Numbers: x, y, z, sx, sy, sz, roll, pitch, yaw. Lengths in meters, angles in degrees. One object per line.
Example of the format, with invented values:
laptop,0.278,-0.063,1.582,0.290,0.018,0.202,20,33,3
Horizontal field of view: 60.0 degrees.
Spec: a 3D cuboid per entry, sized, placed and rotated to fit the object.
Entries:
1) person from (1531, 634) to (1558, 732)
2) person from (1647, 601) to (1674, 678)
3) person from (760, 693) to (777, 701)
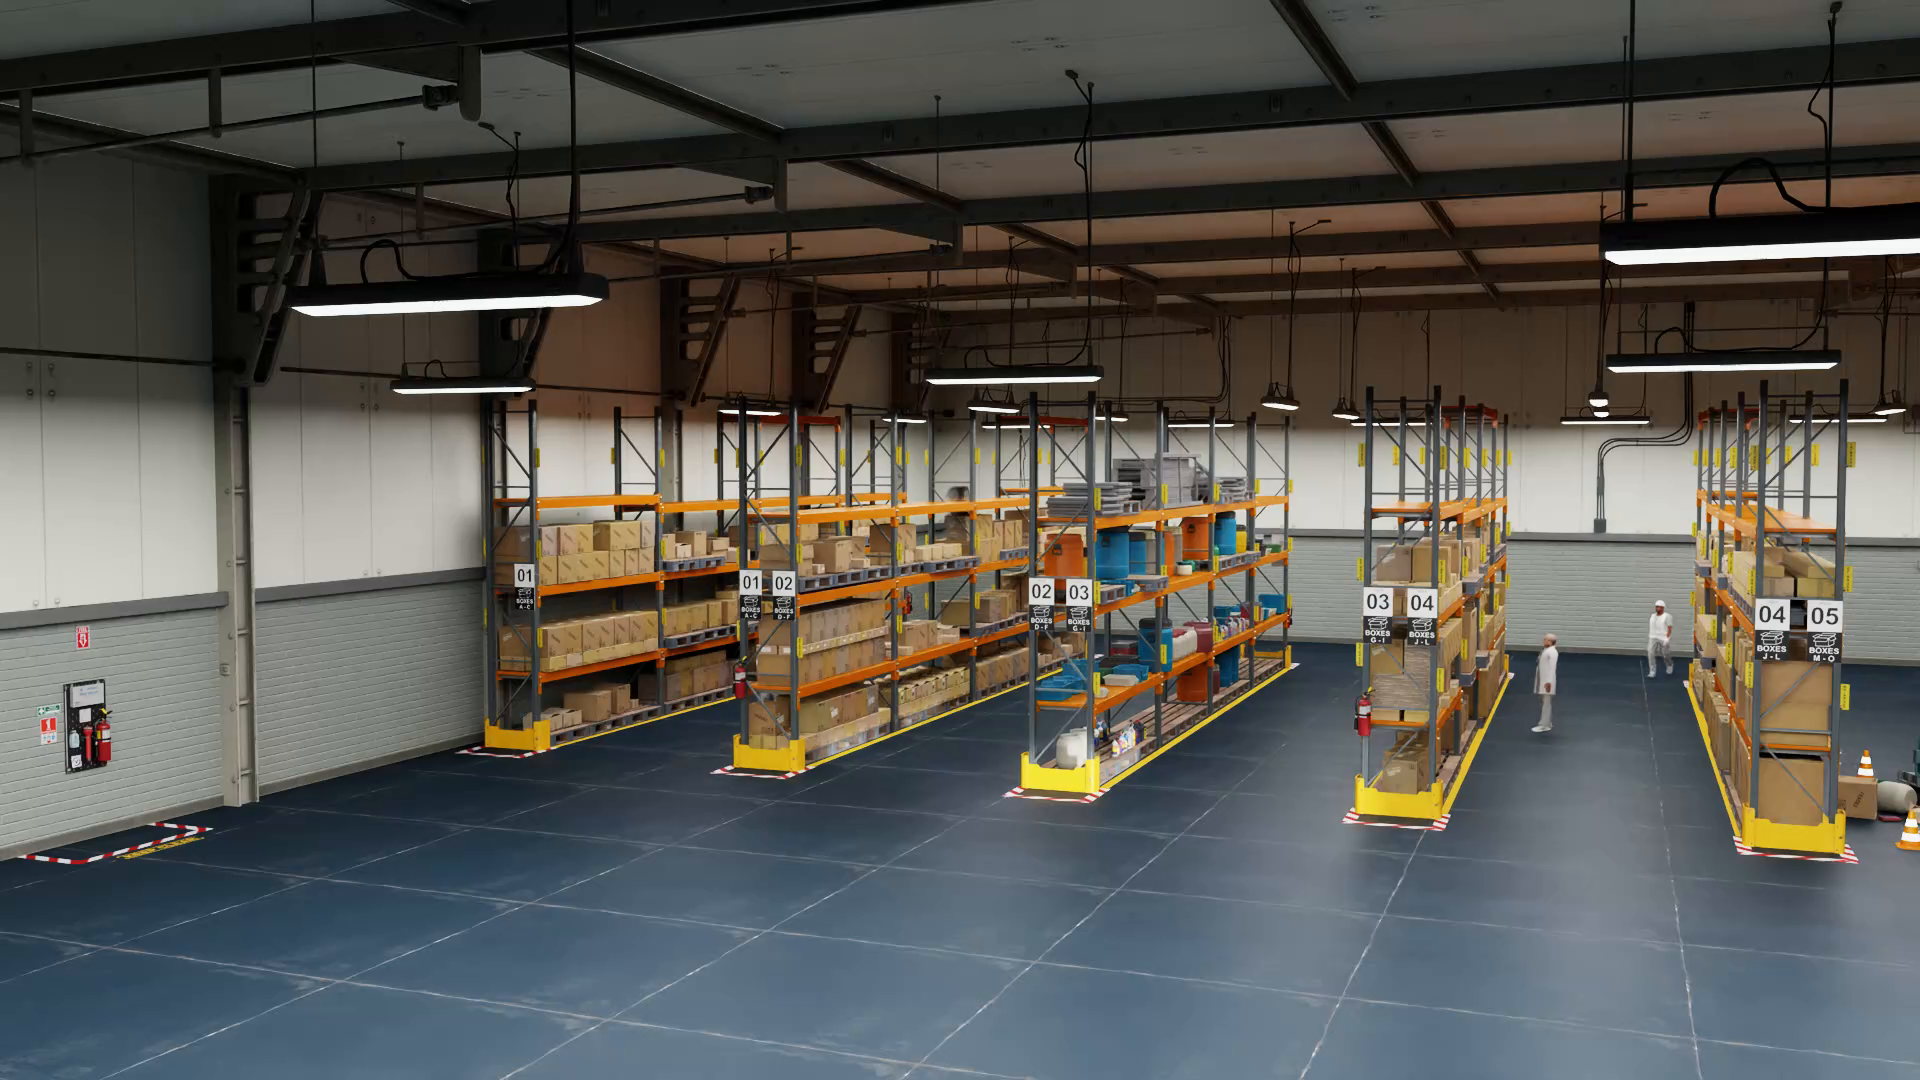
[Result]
person,10.745,2.619,30.587,0.624,1.785,0.583,-1,3,-16
person,15.960,2.250,37.905,0.576,1.746,0.893,2,4,41
person,-3.497,2.606,30.522,0.410,1.781,0.591,1,3,24
